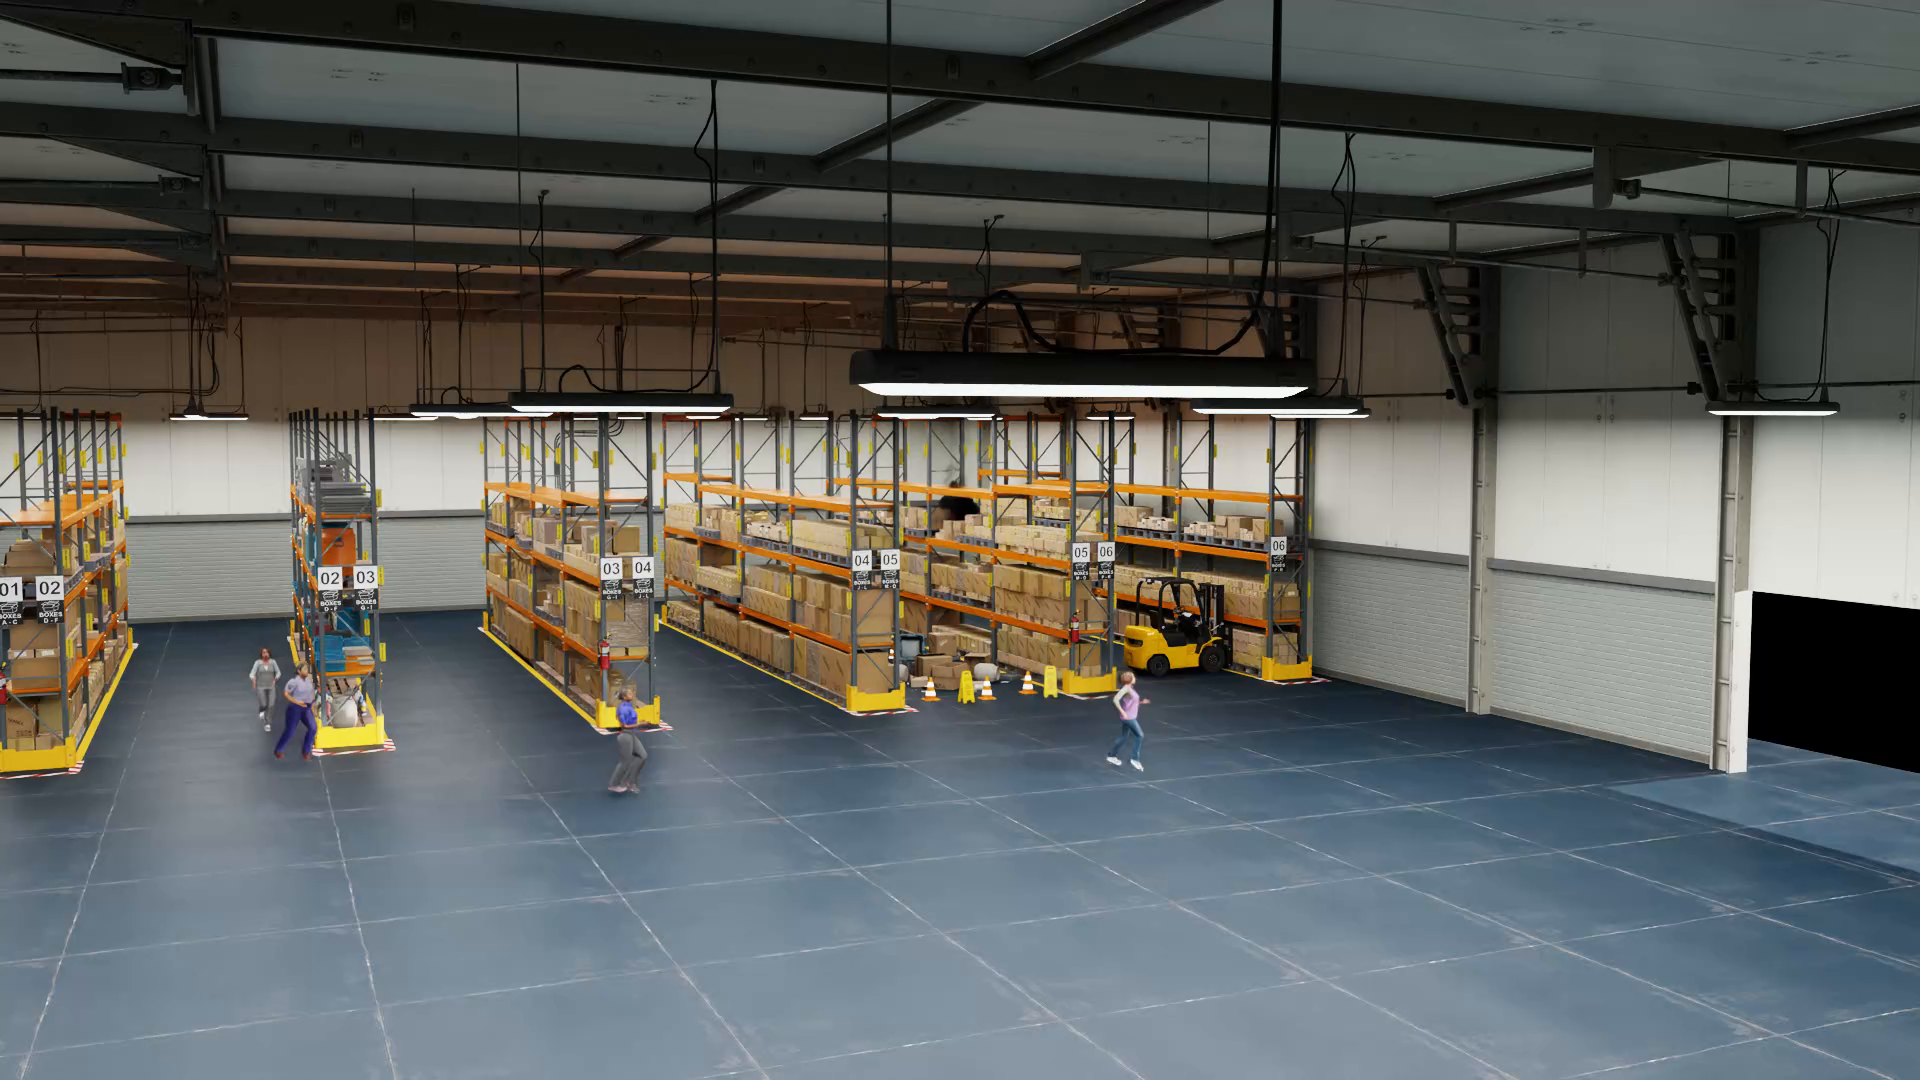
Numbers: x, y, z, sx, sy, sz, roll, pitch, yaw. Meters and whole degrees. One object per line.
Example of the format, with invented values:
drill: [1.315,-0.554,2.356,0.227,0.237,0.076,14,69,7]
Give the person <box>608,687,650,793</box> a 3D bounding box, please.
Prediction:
person: [-5.101,3.108,25.683,0.667,1.685,0.558,0,4,1]

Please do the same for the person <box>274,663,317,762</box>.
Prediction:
person: [-11.277,2.941,28.375,0.694,1.673,0.698,2,5,29]

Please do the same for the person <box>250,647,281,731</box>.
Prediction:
person: [-12.977,2.779,31.096,0.537,1.559,0.549,-2,5,-28]

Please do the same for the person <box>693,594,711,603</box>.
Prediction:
person: [-7.685,1.440,49.535,0.577,1.654,0.621,-2,4,-27]

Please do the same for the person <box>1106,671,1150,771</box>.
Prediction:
person: [2.784,2.993,27.530,0.717,1.646,0.505,0,4,7]
